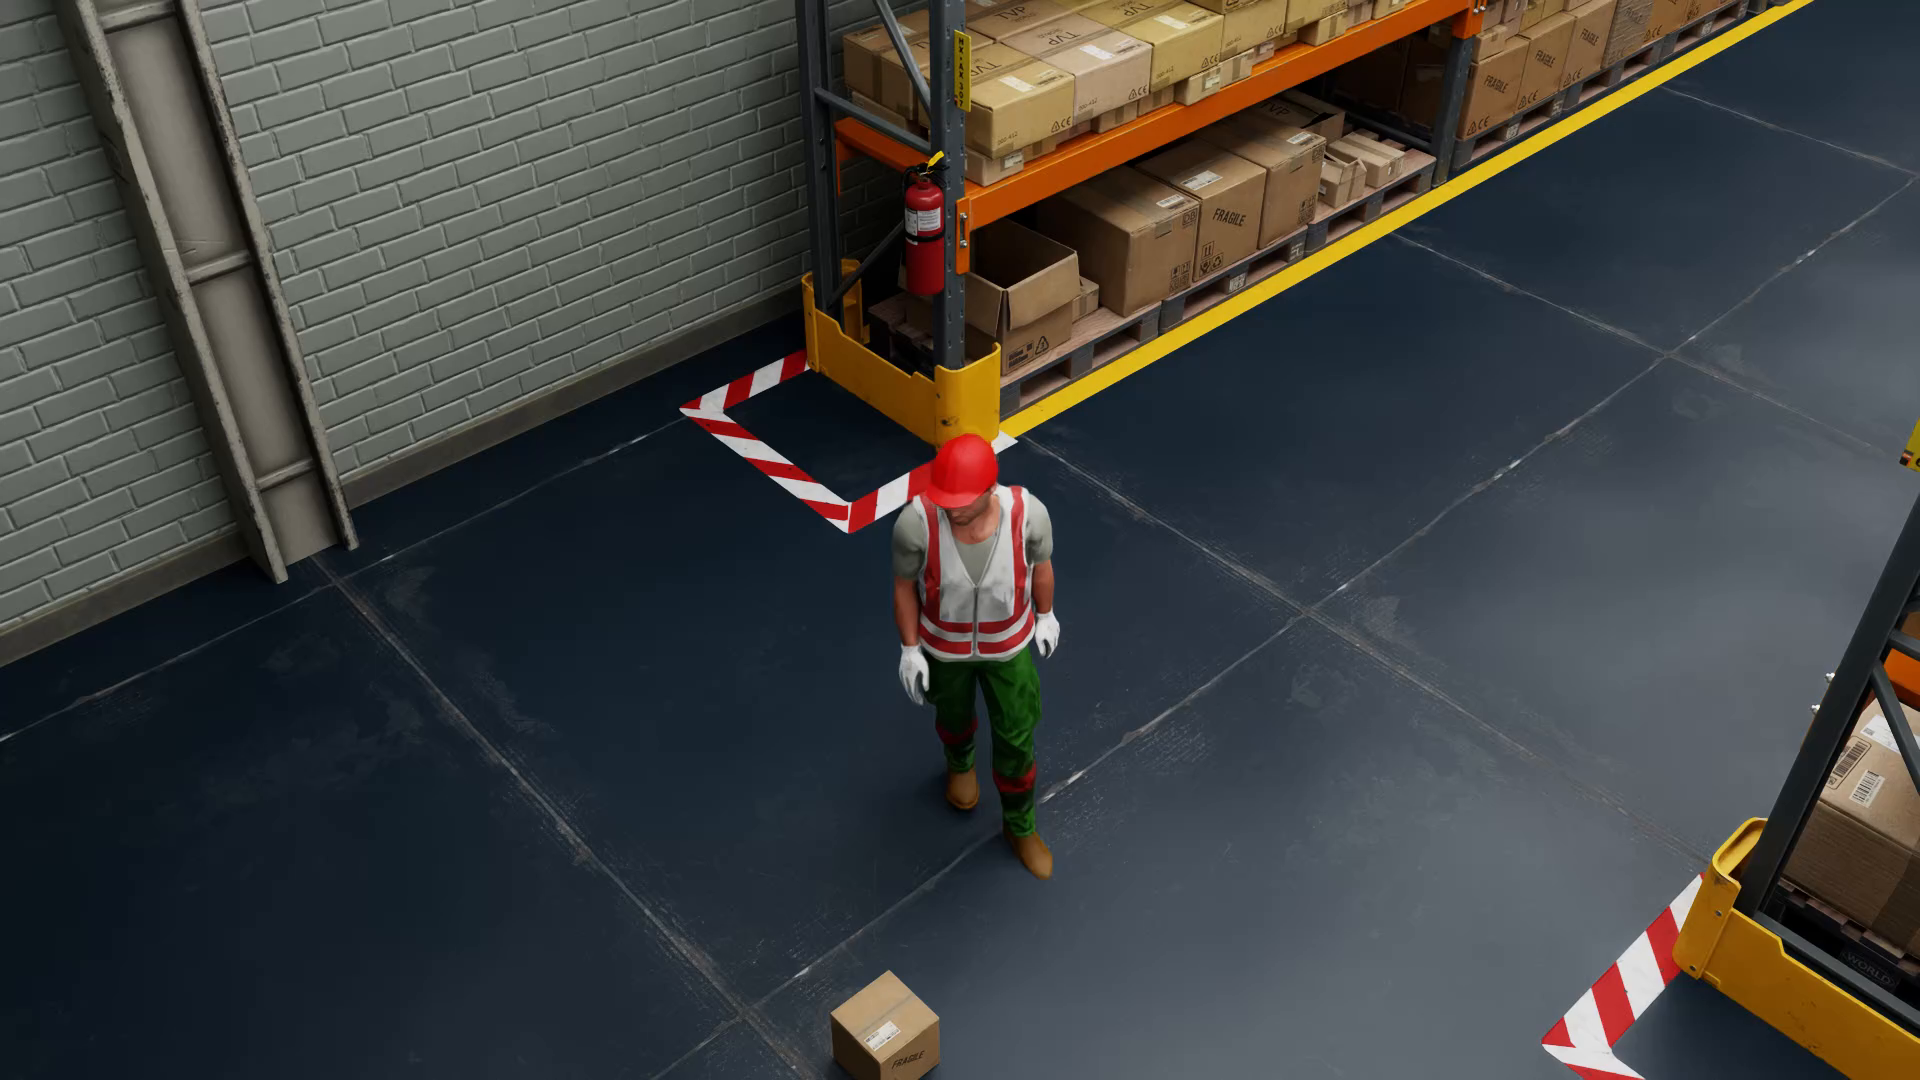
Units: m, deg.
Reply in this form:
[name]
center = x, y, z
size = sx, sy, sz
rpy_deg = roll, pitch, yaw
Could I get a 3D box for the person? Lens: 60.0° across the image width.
[person]
center = 0.063, 0.370, 5.704
size = 0.577, 1.825, 0.594
rpy_deg = -1, 39, -1
